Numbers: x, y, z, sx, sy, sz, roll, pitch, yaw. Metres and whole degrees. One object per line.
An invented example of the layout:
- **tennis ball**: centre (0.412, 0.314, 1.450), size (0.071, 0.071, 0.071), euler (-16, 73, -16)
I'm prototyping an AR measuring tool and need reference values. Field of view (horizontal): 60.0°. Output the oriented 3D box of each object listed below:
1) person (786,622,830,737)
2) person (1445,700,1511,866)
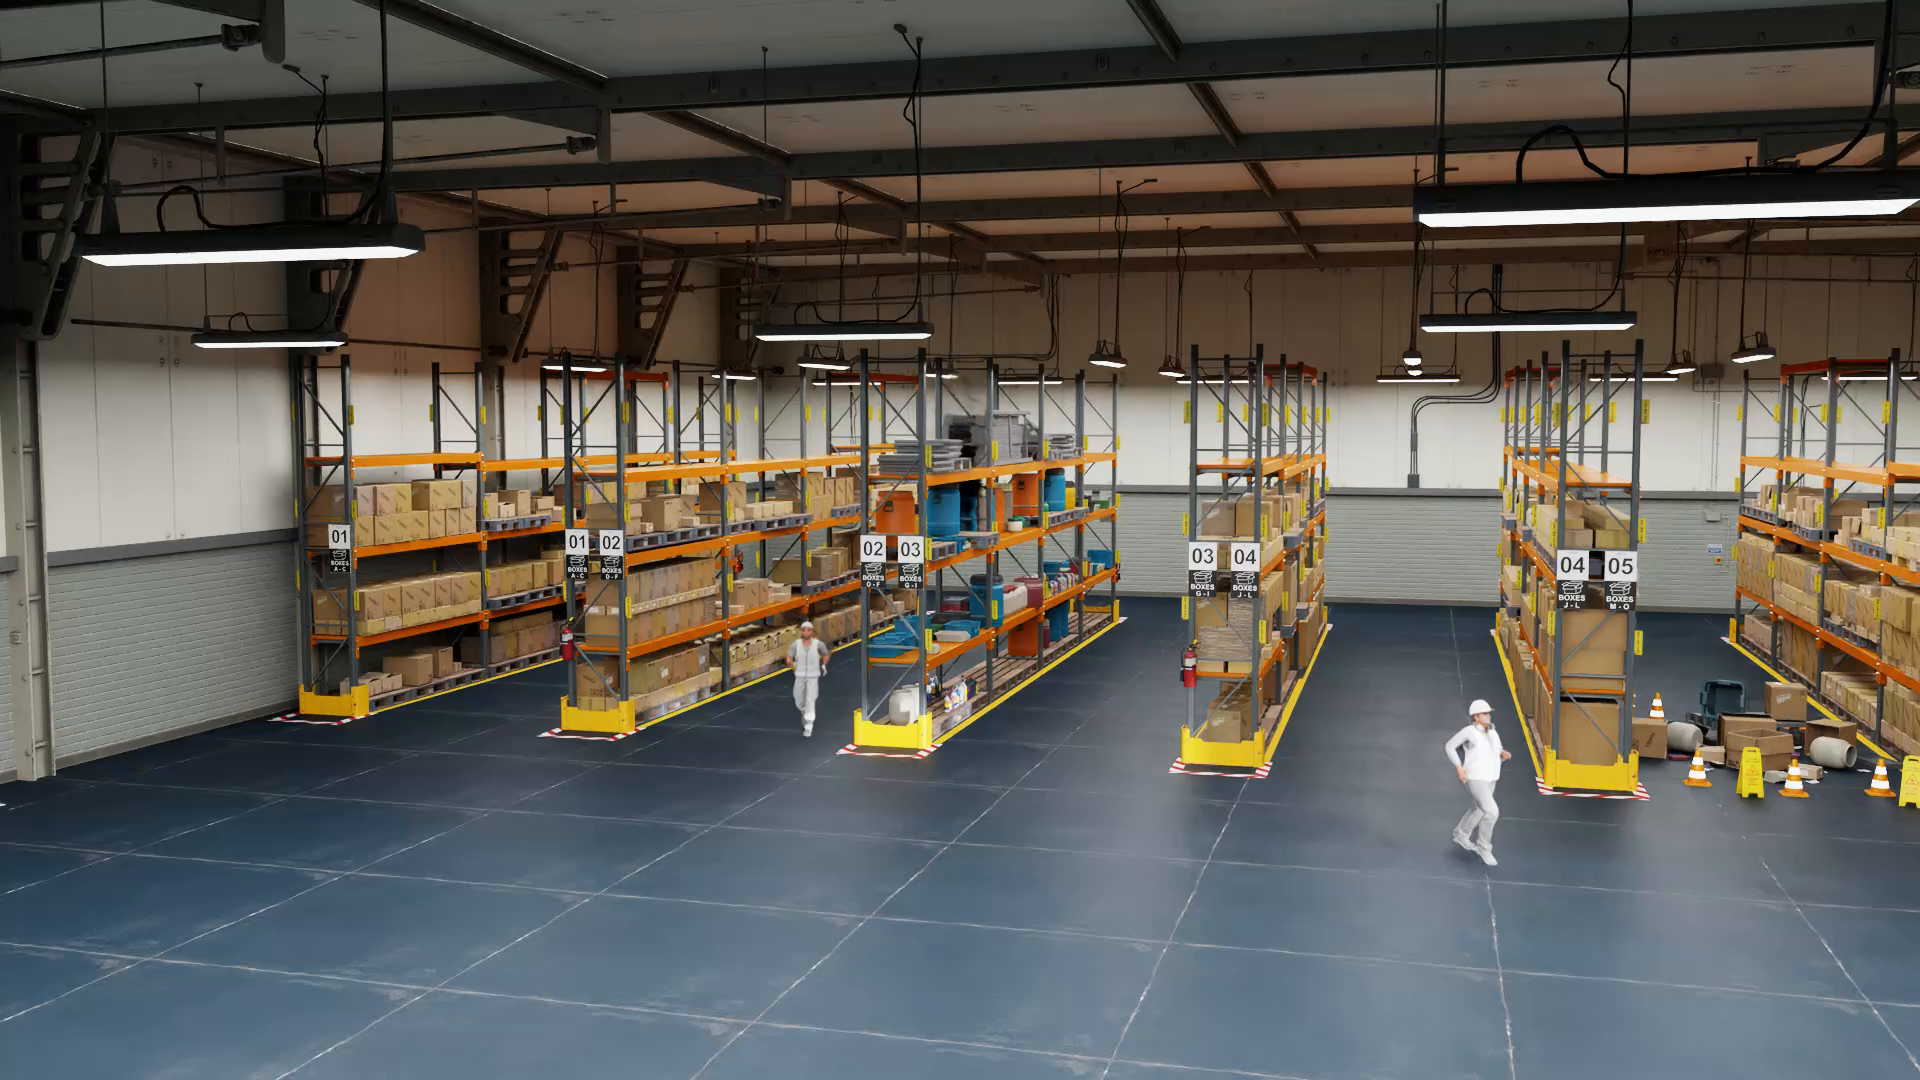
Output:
- **person**: centre (-2.394, 2.162, 26.106), size (0.669, 1.764, 0.908), euler (0, 4, 2)
- **person**: centre (5.861, 2.715, 18.740), size (0.630, 1.831, 0.764), euler (-3, 5, -38)
